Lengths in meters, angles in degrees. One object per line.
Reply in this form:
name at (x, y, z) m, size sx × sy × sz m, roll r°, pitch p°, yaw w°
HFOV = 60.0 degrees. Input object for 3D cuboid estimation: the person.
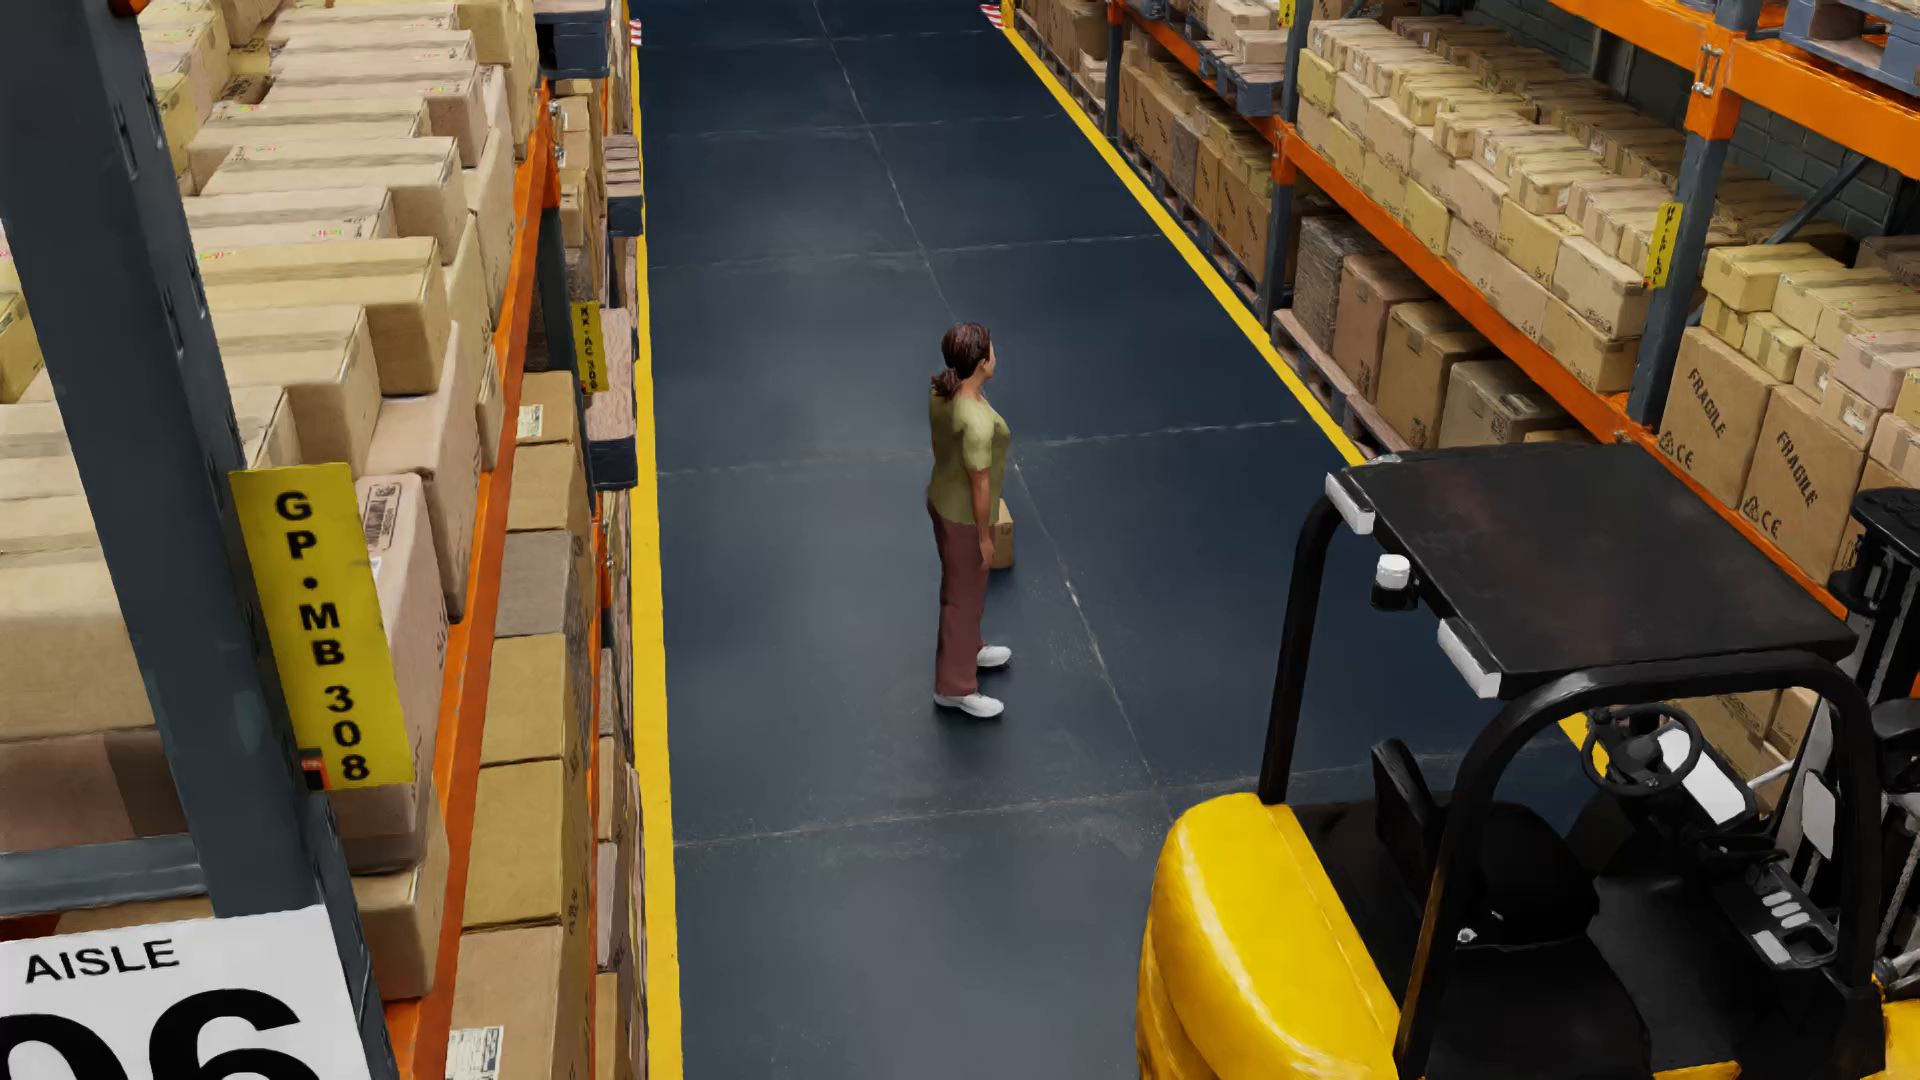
person at (0.050, -0.113, 6.784) m, size 0.441 × 1.677 × 0.584 m, roll -13°, pitch 33°, yaw -20°
